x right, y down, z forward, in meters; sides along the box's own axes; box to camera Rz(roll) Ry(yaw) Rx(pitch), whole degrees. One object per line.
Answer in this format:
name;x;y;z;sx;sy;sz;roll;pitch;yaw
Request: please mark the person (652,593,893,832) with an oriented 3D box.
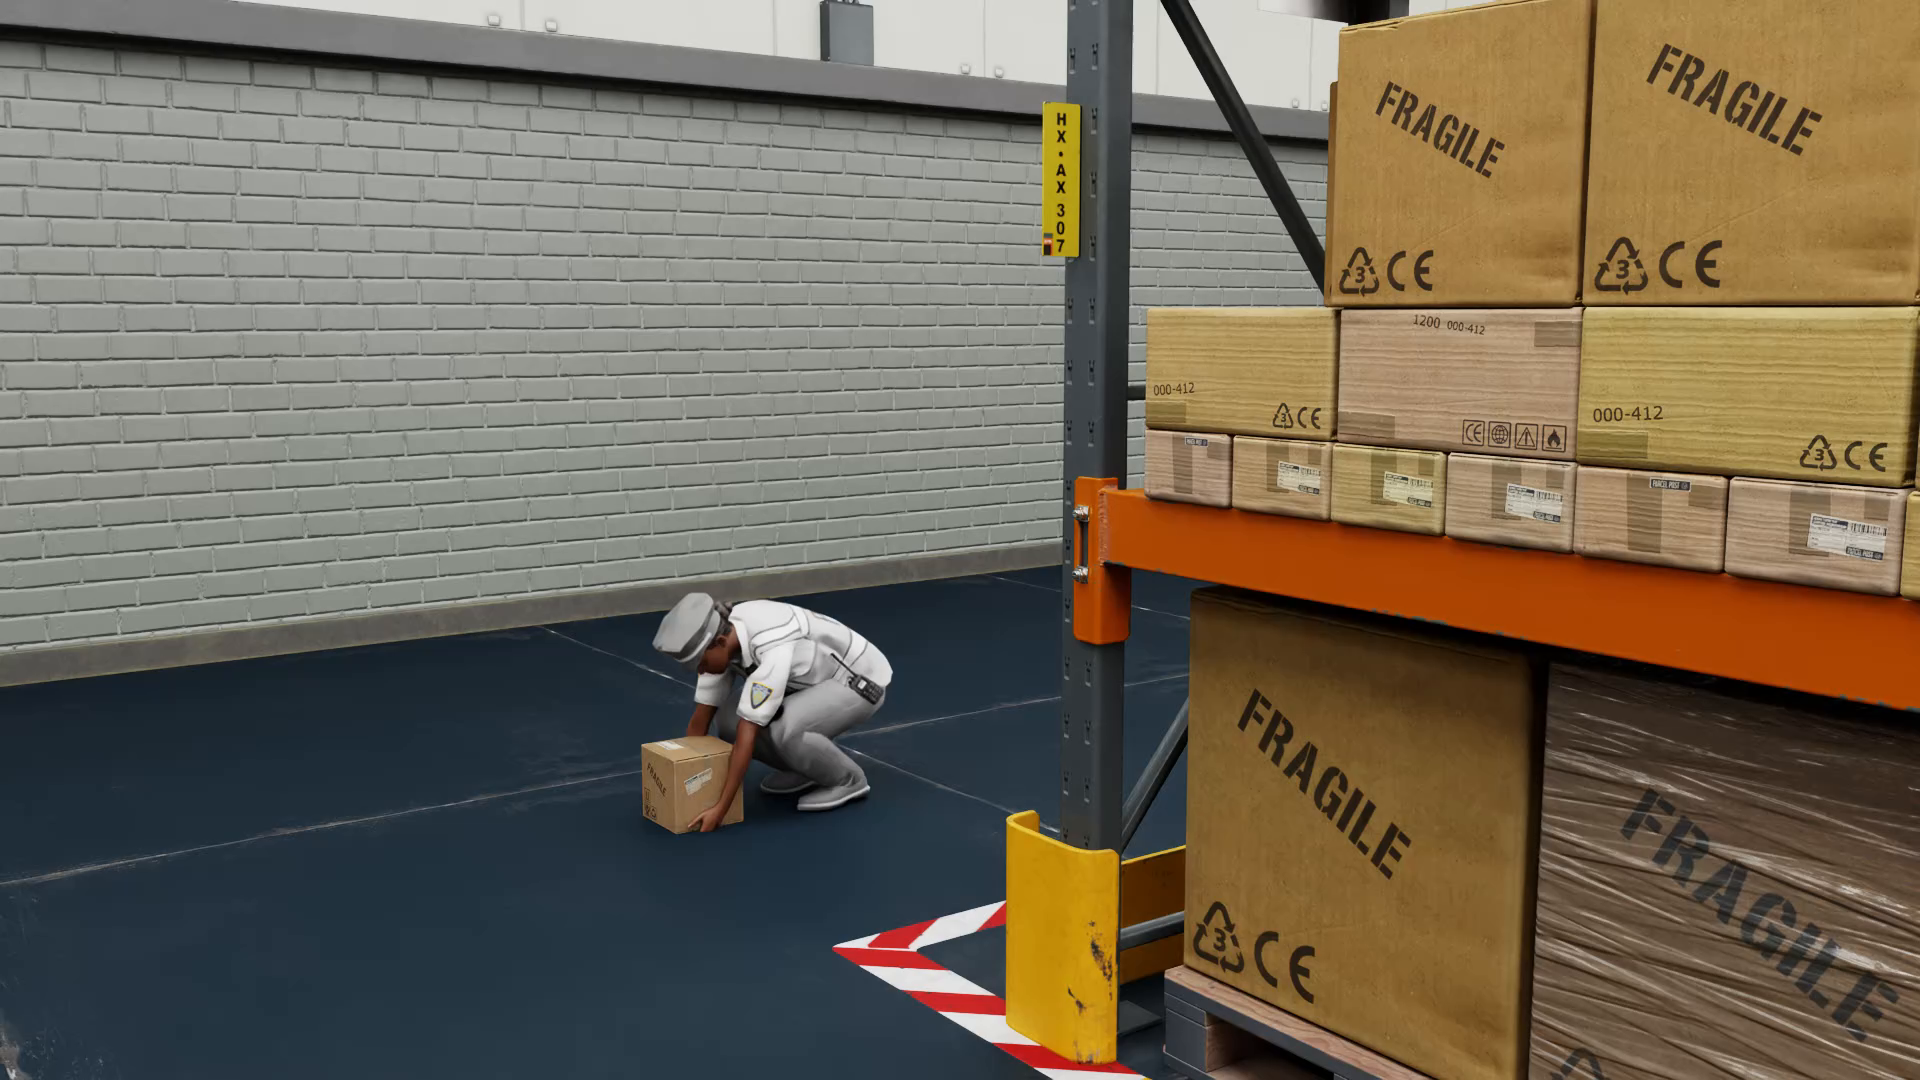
person;-0.646;0.567;5.708;0.894;0.852;0.473;-6;10;-37
